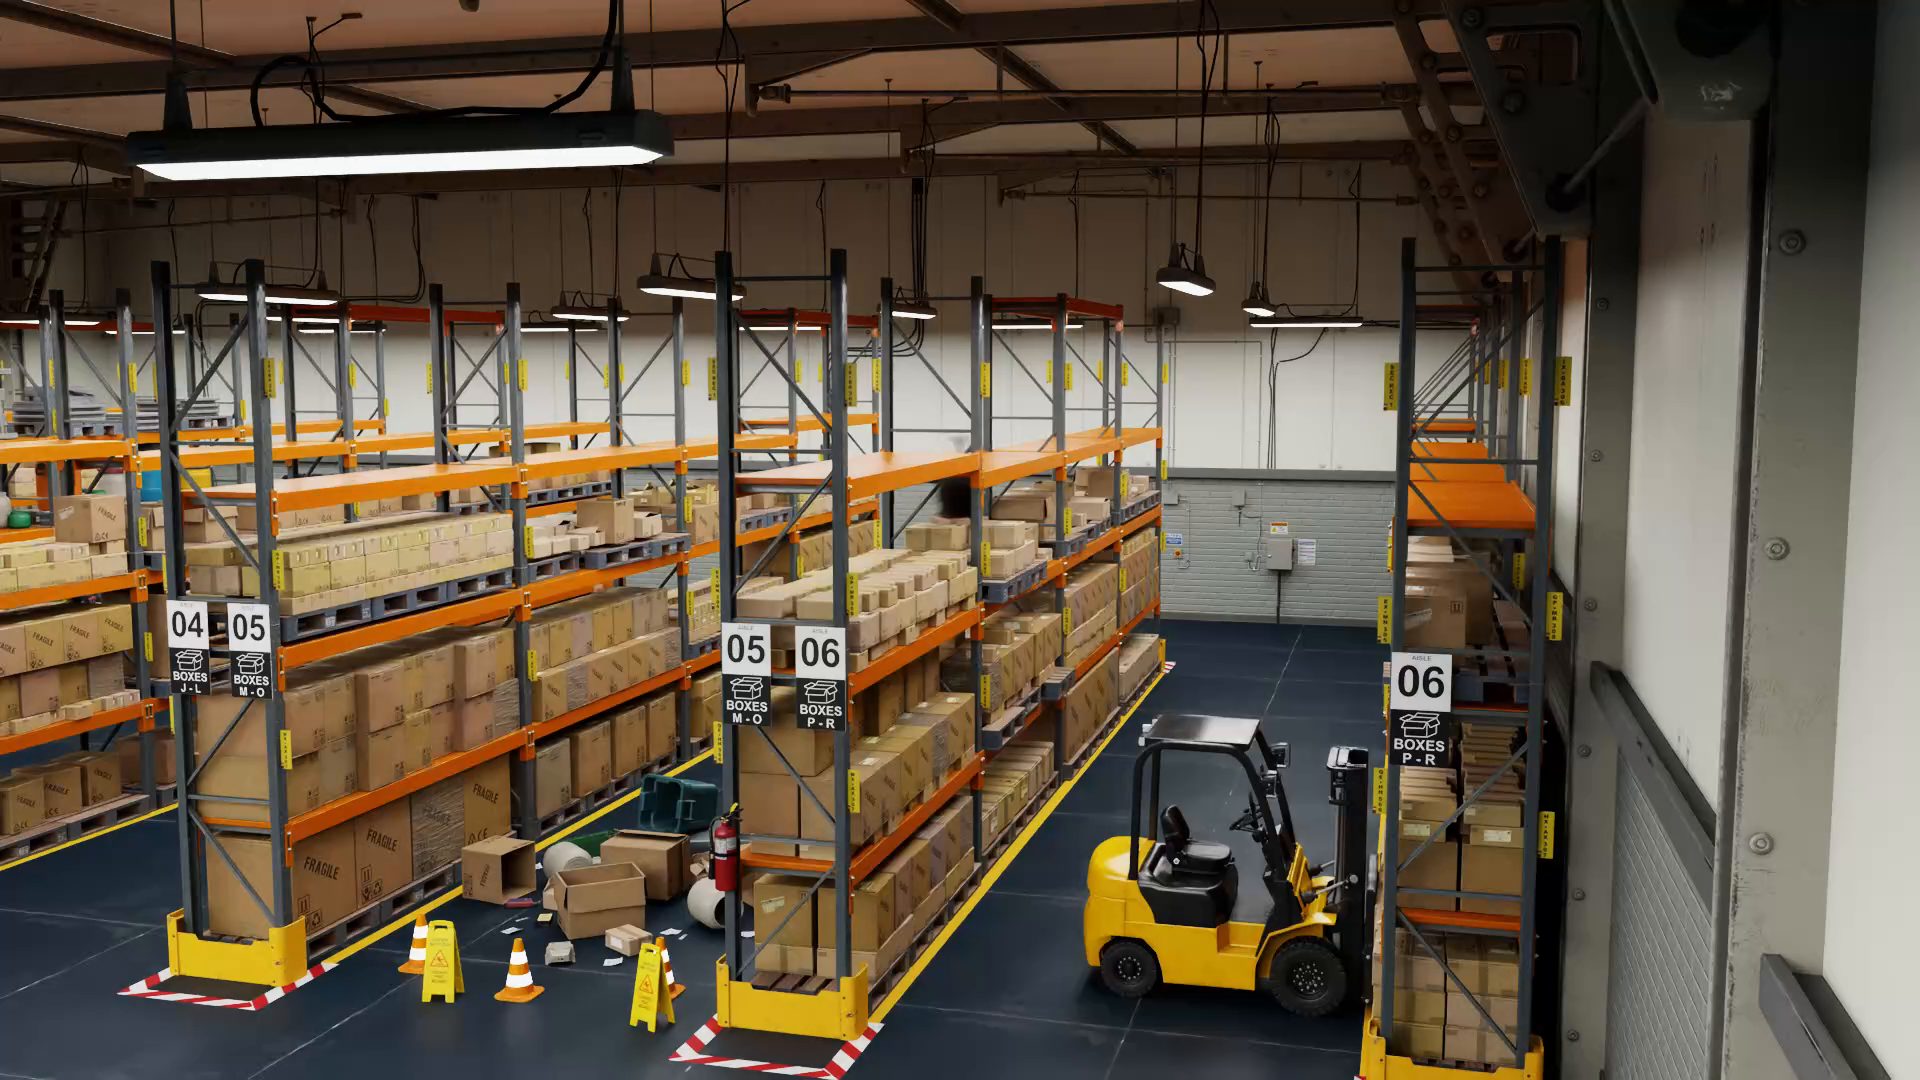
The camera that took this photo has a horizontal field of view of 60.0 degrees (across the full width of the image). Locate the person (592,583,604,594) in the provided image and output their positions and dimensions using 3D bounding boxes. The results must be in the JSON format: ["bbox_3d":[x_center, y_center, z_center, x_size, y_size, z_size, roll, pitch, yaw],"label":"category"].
[{"bbox_3d":[-5.634,1.564,25.775,0.687,1.791,0.761,0,6,2],"label":"person"}]
